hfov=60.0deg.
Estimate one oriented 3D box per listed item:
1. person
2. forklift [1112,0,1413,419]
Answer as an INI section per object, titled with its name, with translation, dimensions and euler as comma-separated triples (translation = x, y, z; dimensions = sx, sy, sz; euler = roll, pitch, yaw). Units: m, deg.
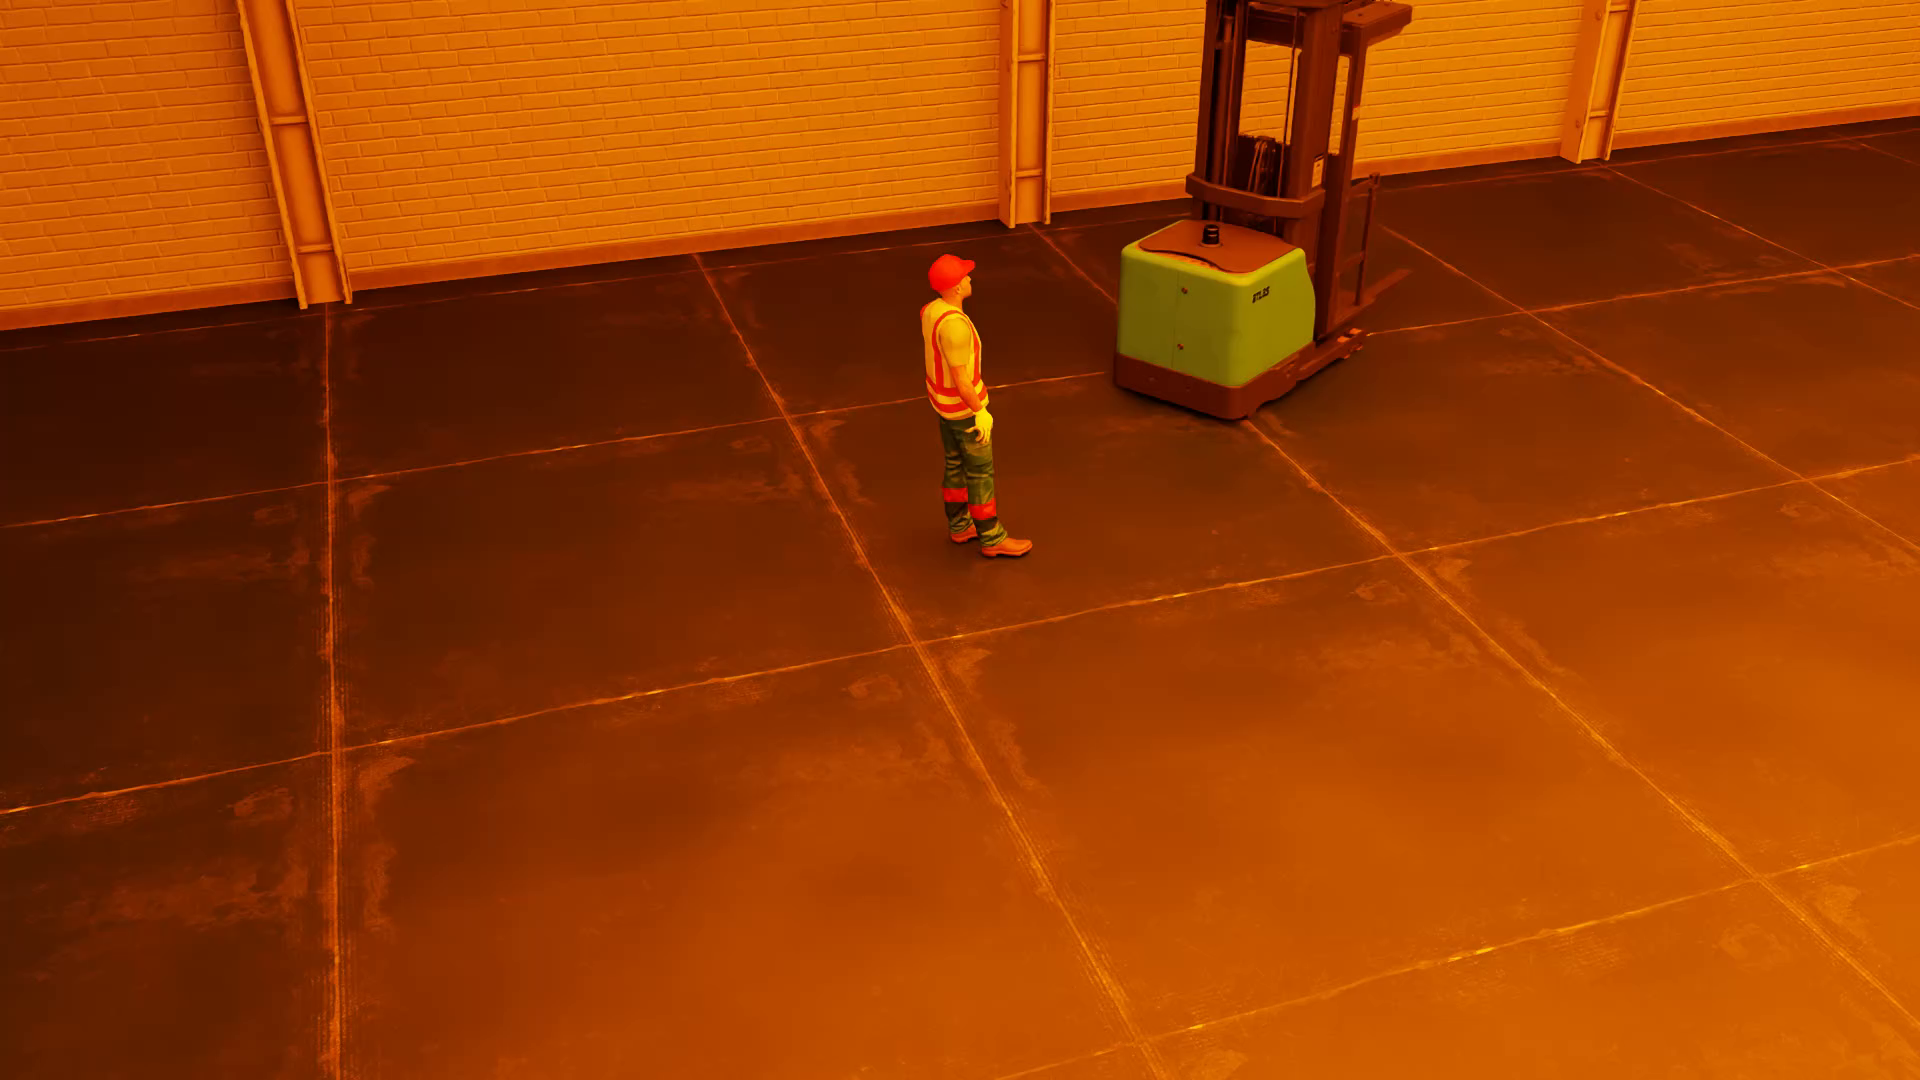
[person]
translation = 0.080, -0.789, 9.590
dimensions = 0.562, 1.789, 0.638
euler = -10, 31, -16
[forklift]
translation = 2.405, -2.756, 11.876
dimensions = 1.130, 2.935, 3.031
euler = 22, 37, 33
